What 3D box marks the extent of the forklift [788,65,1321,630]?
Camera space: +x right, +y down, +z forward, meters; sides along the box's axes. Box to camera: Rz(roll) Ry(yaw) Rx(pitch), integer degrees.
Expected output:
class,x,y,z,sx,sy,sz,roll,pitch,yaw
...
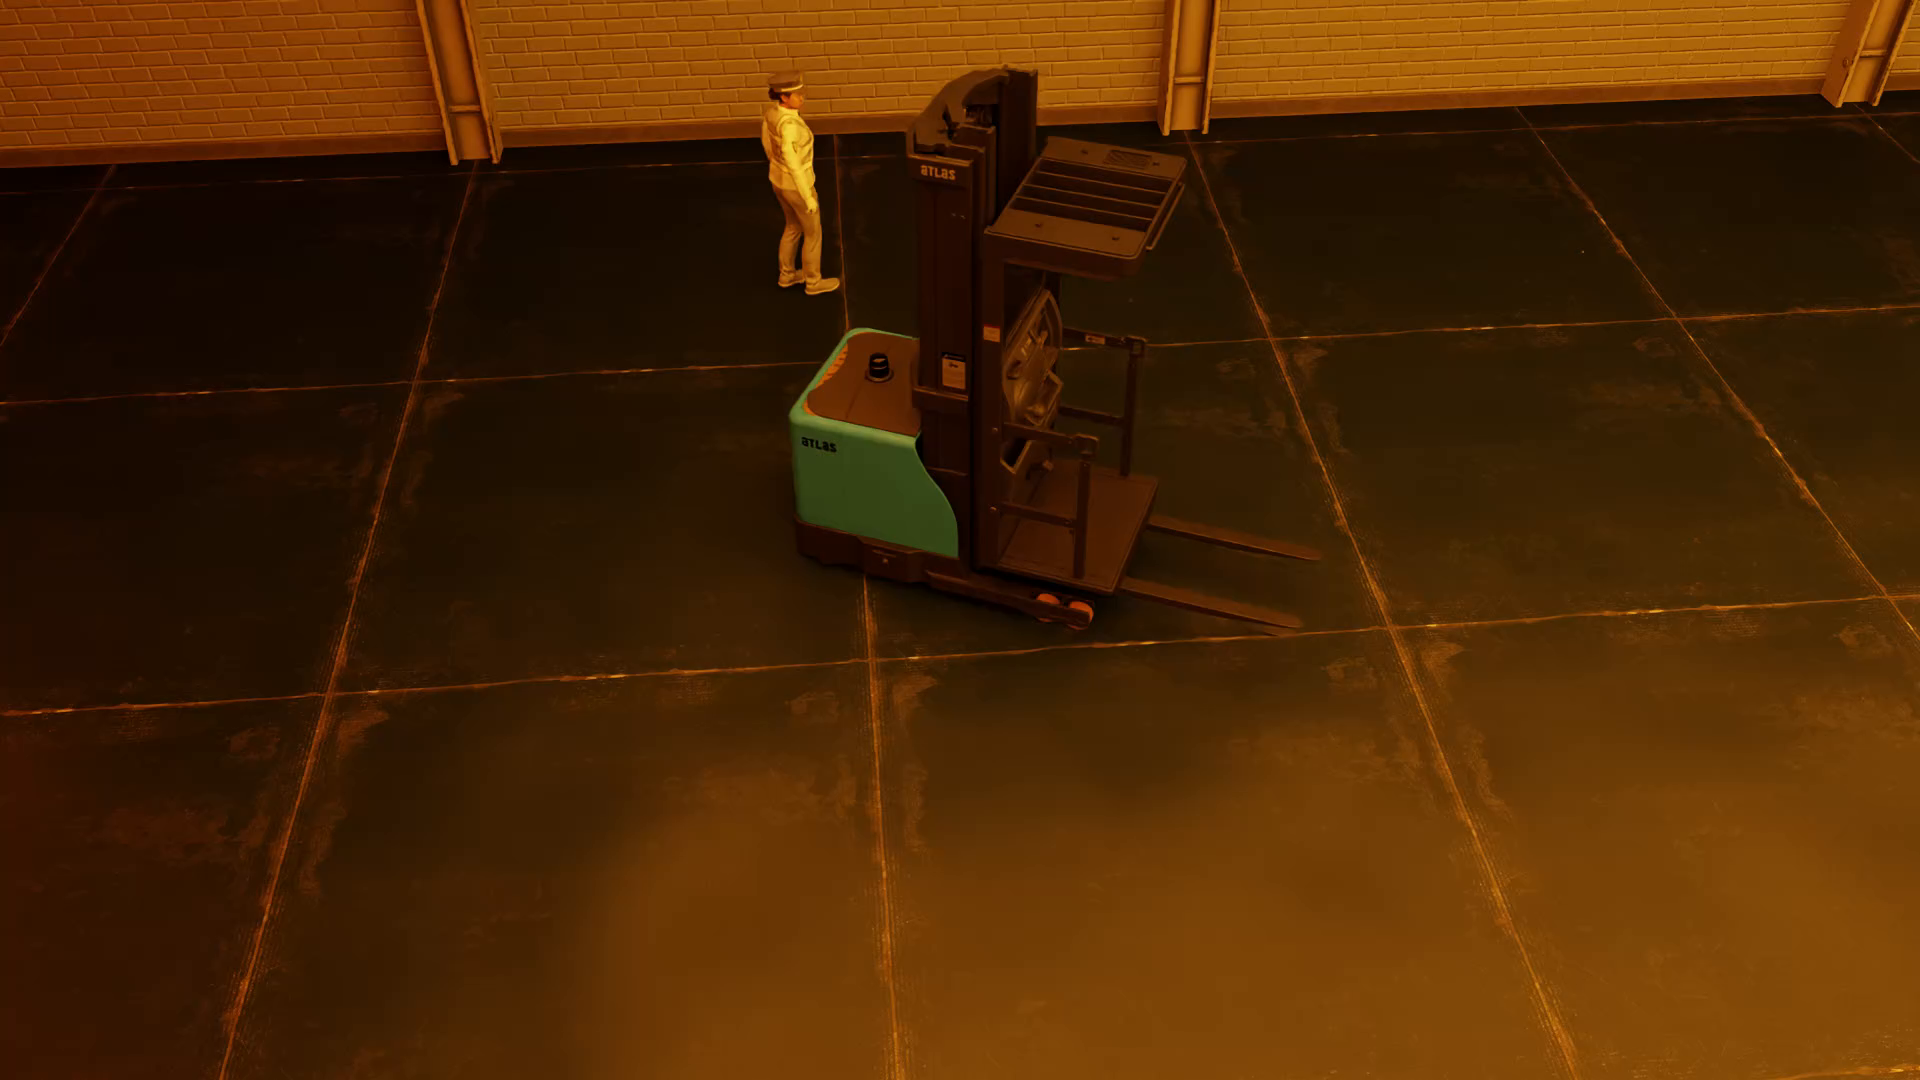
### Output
class,x,y,z,sx,sy,sz,roll,pitch,yaw
forklift,0.583,-0.988,9.093,3.031,2.935,1.130,13,42,15

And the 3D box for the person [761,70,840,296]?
class,x,y,z,sx,sy,sz,roll,pitch,yaw
person,-1.145,-2.549,11.892,0.412,1.670,0.630,-22,45,-23
